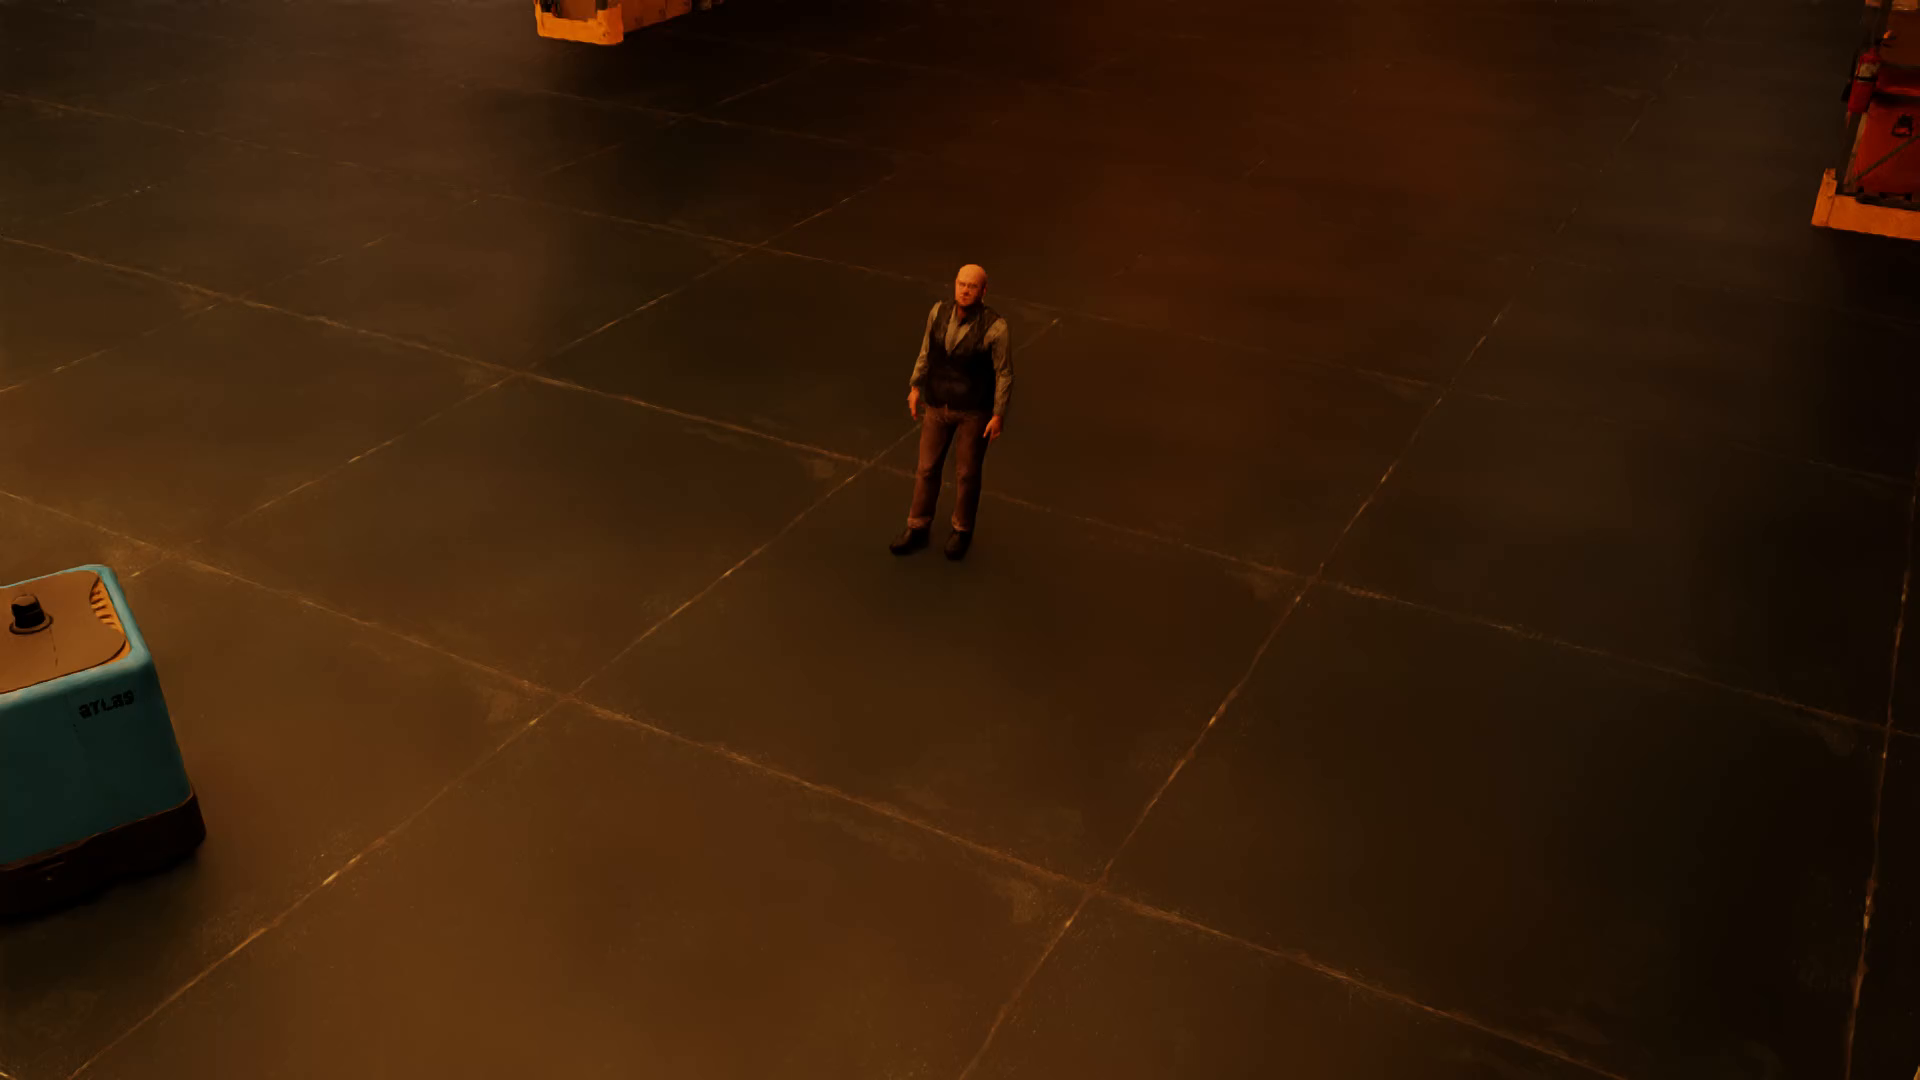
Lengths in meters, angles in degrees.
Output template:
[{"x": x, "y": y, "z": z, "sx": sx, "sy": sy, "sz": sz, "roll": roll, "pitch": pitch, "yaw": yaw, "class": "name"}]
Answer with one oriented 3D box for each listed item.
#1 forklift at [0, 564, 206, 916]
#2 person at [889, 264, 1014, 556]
[{"x": -4.926, "y": 0.361, "z": 6.445, "sx": 3.031, "sy": 2.935, "sz": 1.130, "roll": -19, "pitch": 35, "yaw": -29, "class": "forklift"}, {"x": -0.037, "y": -0.726, "z": 9.525, "sx": 0.632, "sy": 1.720, "sz": 0.567, "roll": 15, "pitch": 33, "yaw": 25, "class": "person"}]
